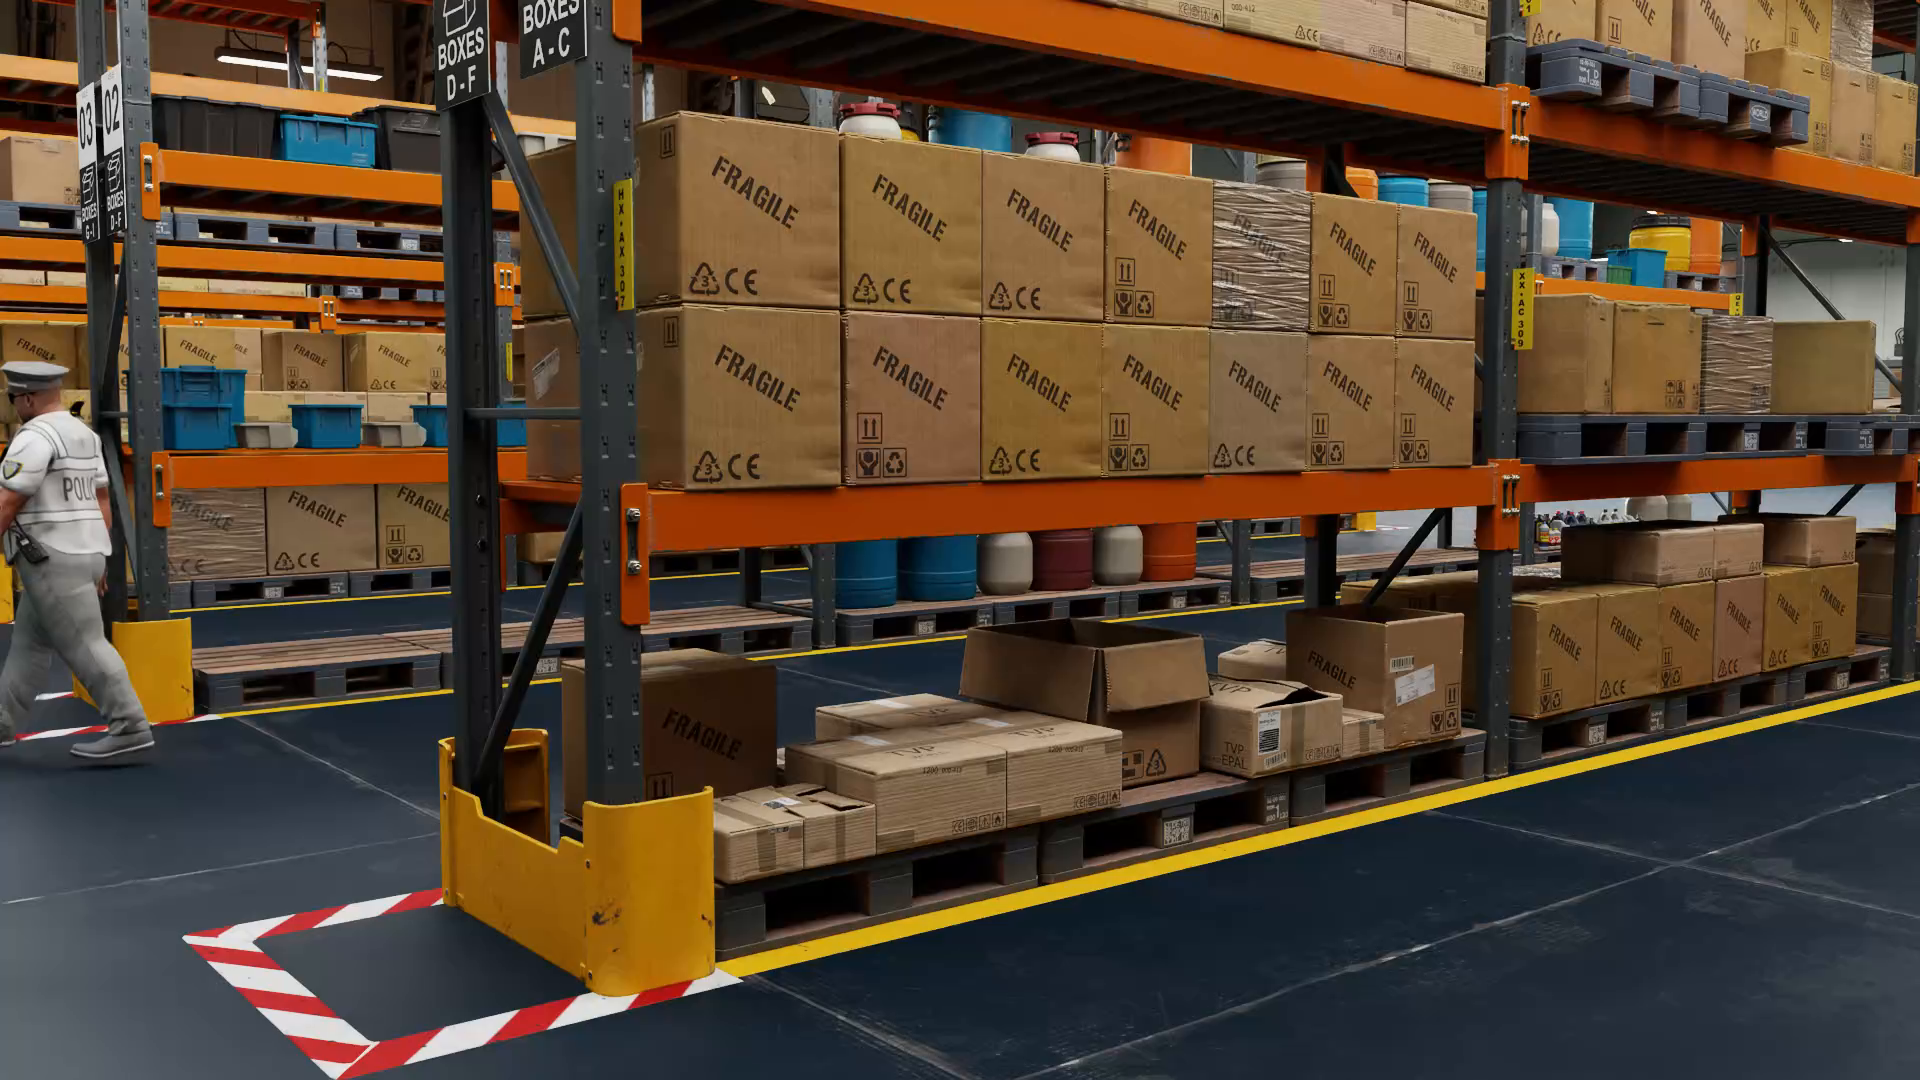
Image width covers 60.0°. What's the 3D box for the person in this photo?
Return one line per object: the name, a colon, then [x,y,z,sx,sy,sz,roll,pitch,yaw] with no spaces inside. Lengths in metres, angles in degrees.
person: [-3.981,0.083,7.155,0.972,1.701,0.560,-1,4,-7]
